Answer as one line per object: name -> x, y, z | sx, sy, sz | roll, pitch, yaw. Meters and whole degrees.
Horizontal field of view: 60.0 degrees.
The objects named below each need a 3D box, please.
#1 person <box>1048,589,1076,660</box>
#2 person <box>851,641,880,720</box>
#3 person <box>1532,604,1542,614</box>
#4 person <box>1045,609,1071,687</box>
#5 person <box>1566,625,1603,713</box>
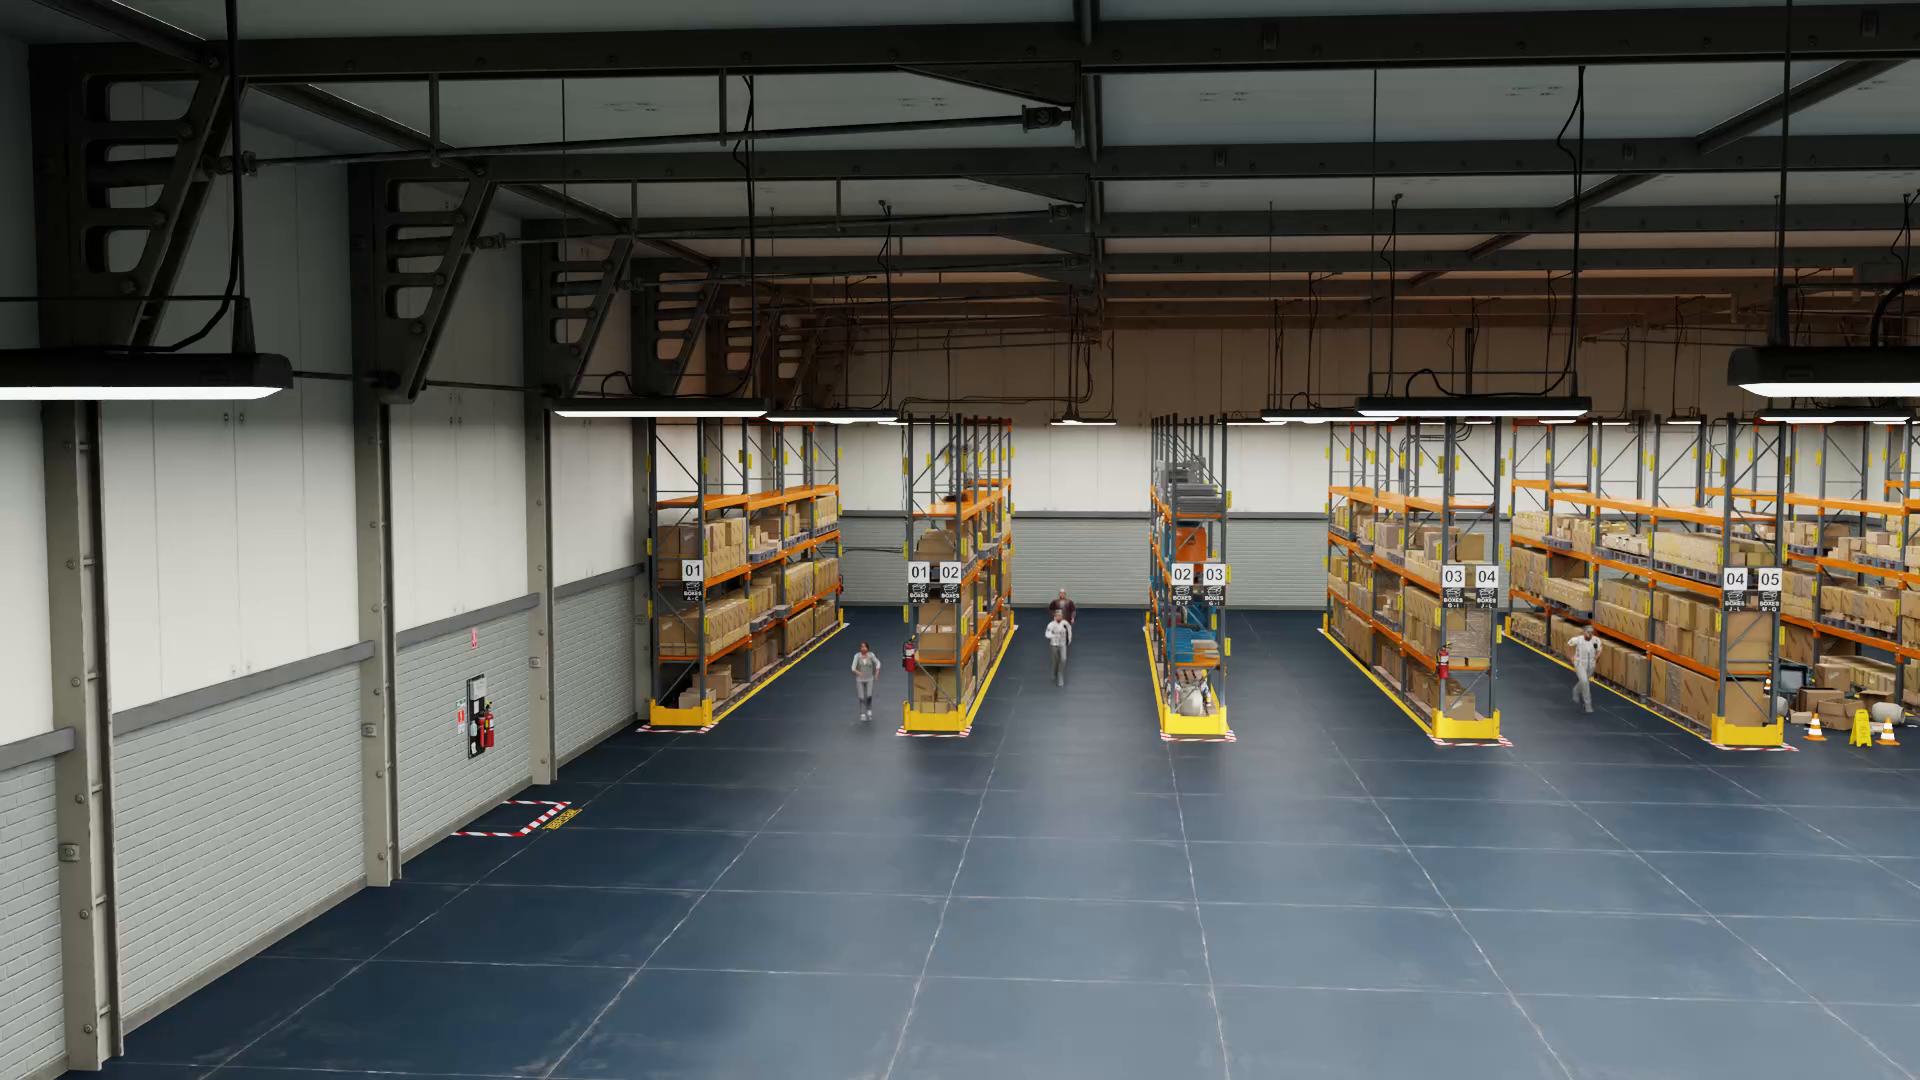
person -> 2.540, 2.082, 41.388 | 0.712, 1.738, 0.643 | 0, 4, 4
person -> -1.837, 2.752, 32.408 | 0.560, 1.556, 0.600 | 0, 4, -3
person -> 16.467, 1.710, 47.075 | 0.519, 1.700, 0.764 | 4, 5, 43
person -> 2.200, 2.388, 37.162 | 0.638, 1.727, 0.828 | -1, 4, -8
person -> 12.716, 2.583, 33.895 | 0.663, 1.788, 1.094 | 0, 4, -4
